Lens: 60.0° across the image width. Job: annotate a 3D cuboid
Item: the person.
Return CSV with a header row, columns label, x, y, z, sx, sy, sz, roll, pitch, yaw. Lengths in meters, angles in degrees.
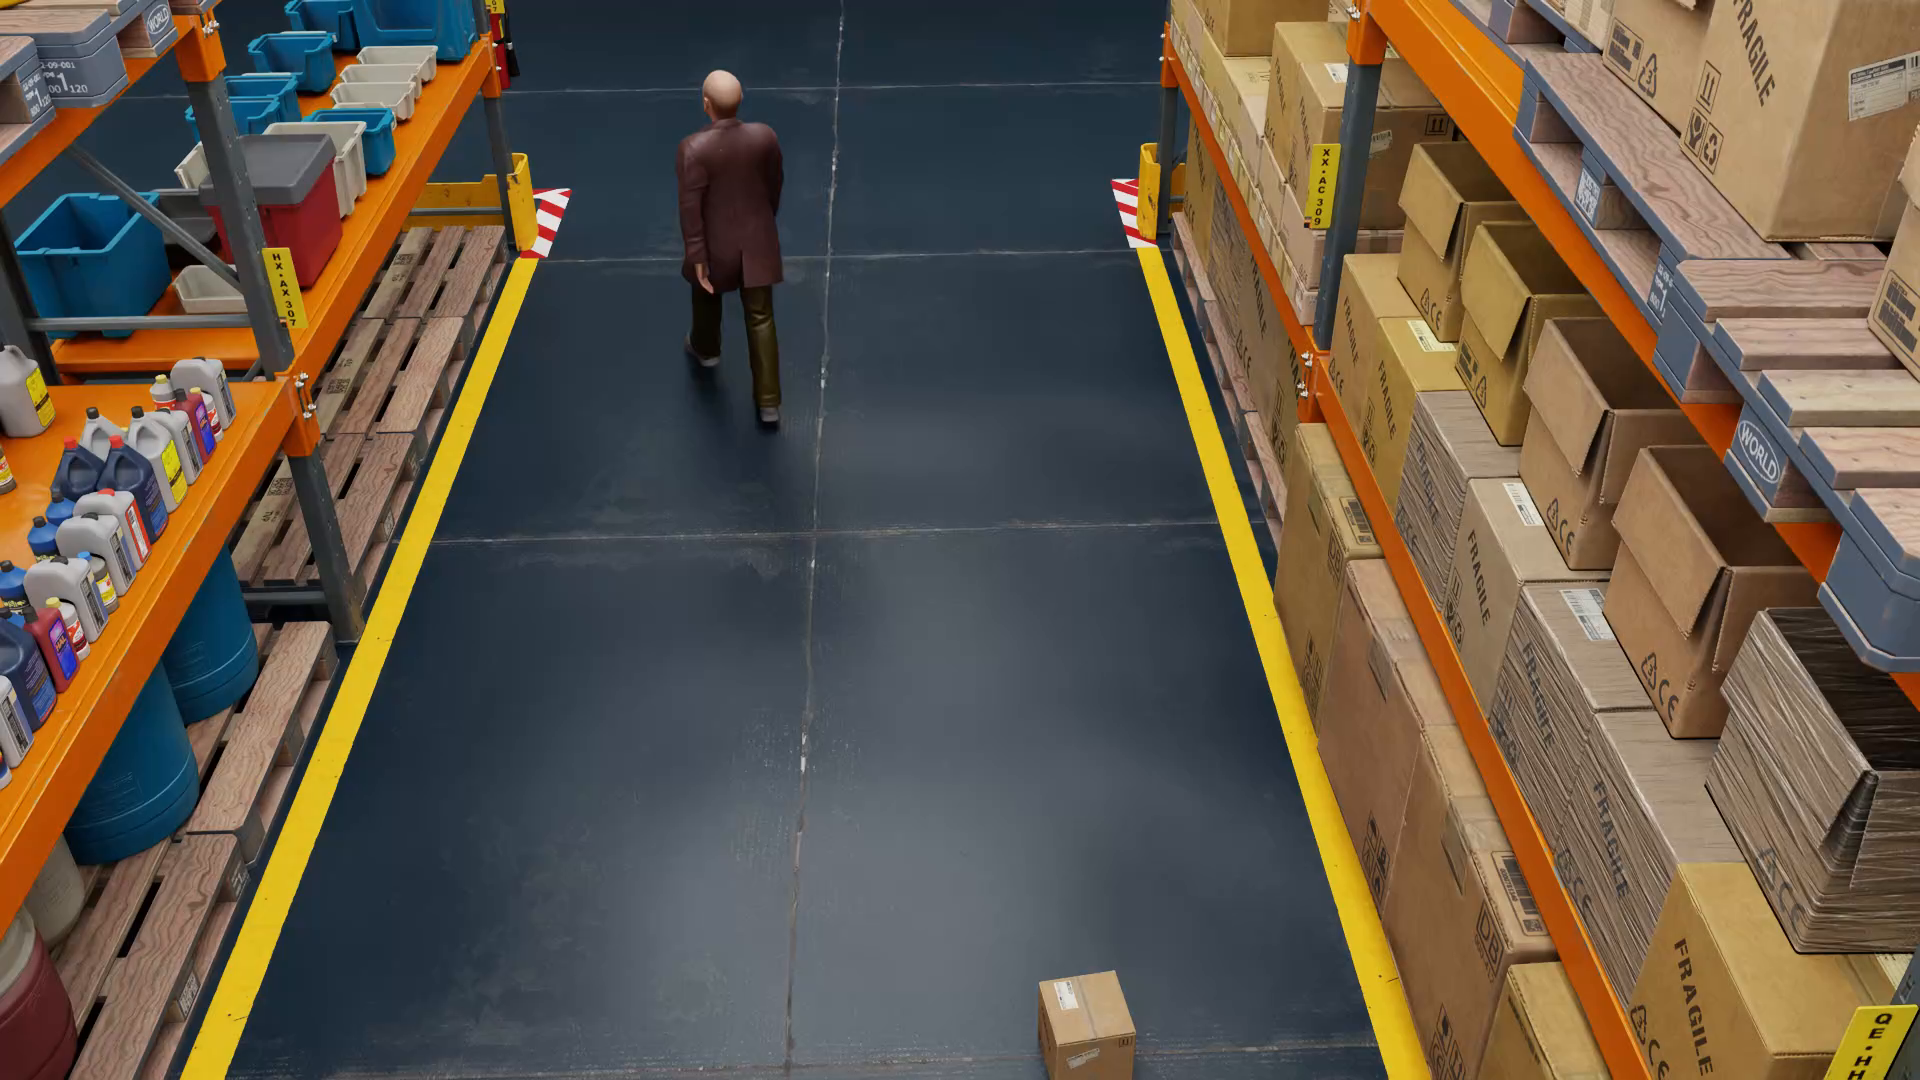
label,x,y,z,sx,sy,sz,roll,pitch,yaw
person,-1.161,-1.560,8.378,0.569,1.727,1.063,-12,36,-16
